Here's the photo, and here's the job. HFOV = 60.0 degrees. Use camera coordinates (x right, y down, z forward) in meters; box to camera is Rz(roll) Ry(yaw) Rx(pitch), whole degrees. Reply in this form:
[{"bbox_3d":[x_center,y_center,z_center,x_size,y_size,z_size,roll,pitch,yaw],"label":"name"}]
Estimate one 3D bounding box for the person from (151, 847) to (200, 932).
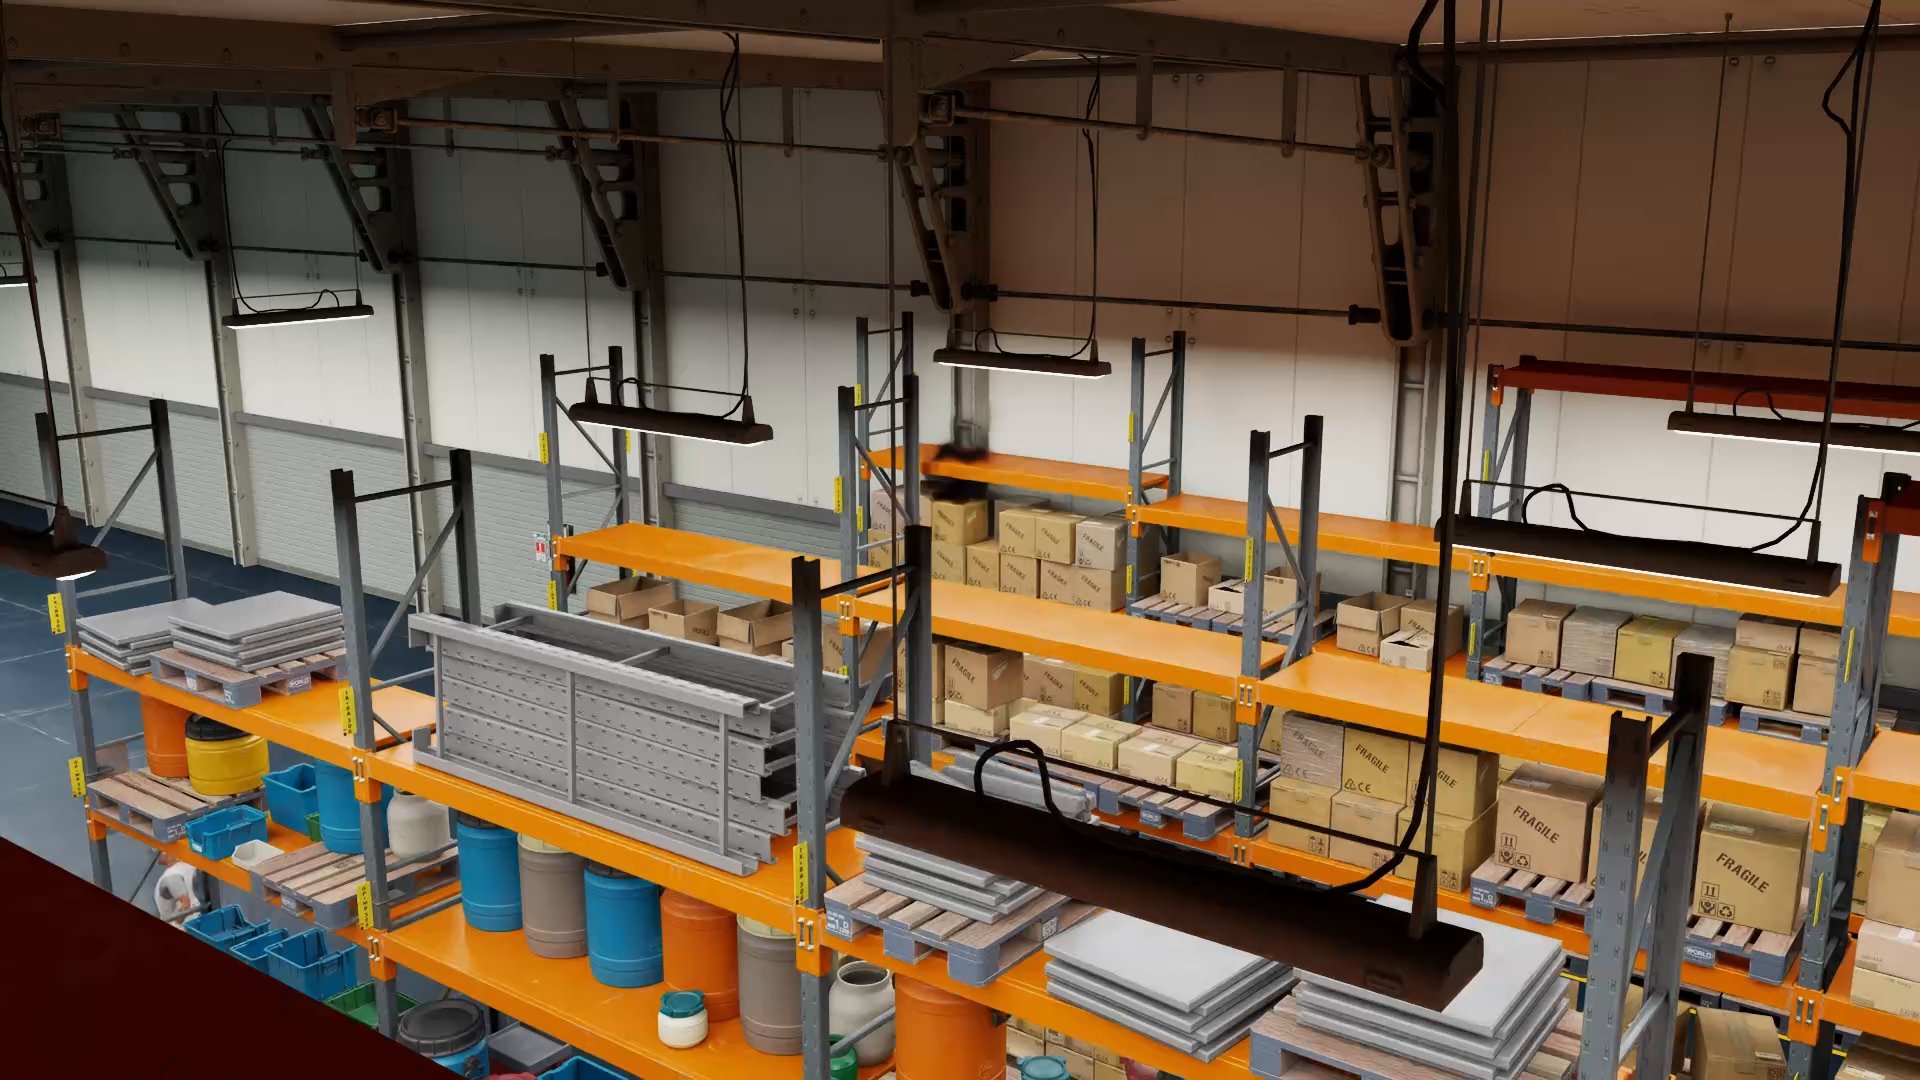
[{"bbox_3d":[-7.394,3.618,15.725,0.891,1.792,0.724,-1,13,-2],"label":"person"}]
